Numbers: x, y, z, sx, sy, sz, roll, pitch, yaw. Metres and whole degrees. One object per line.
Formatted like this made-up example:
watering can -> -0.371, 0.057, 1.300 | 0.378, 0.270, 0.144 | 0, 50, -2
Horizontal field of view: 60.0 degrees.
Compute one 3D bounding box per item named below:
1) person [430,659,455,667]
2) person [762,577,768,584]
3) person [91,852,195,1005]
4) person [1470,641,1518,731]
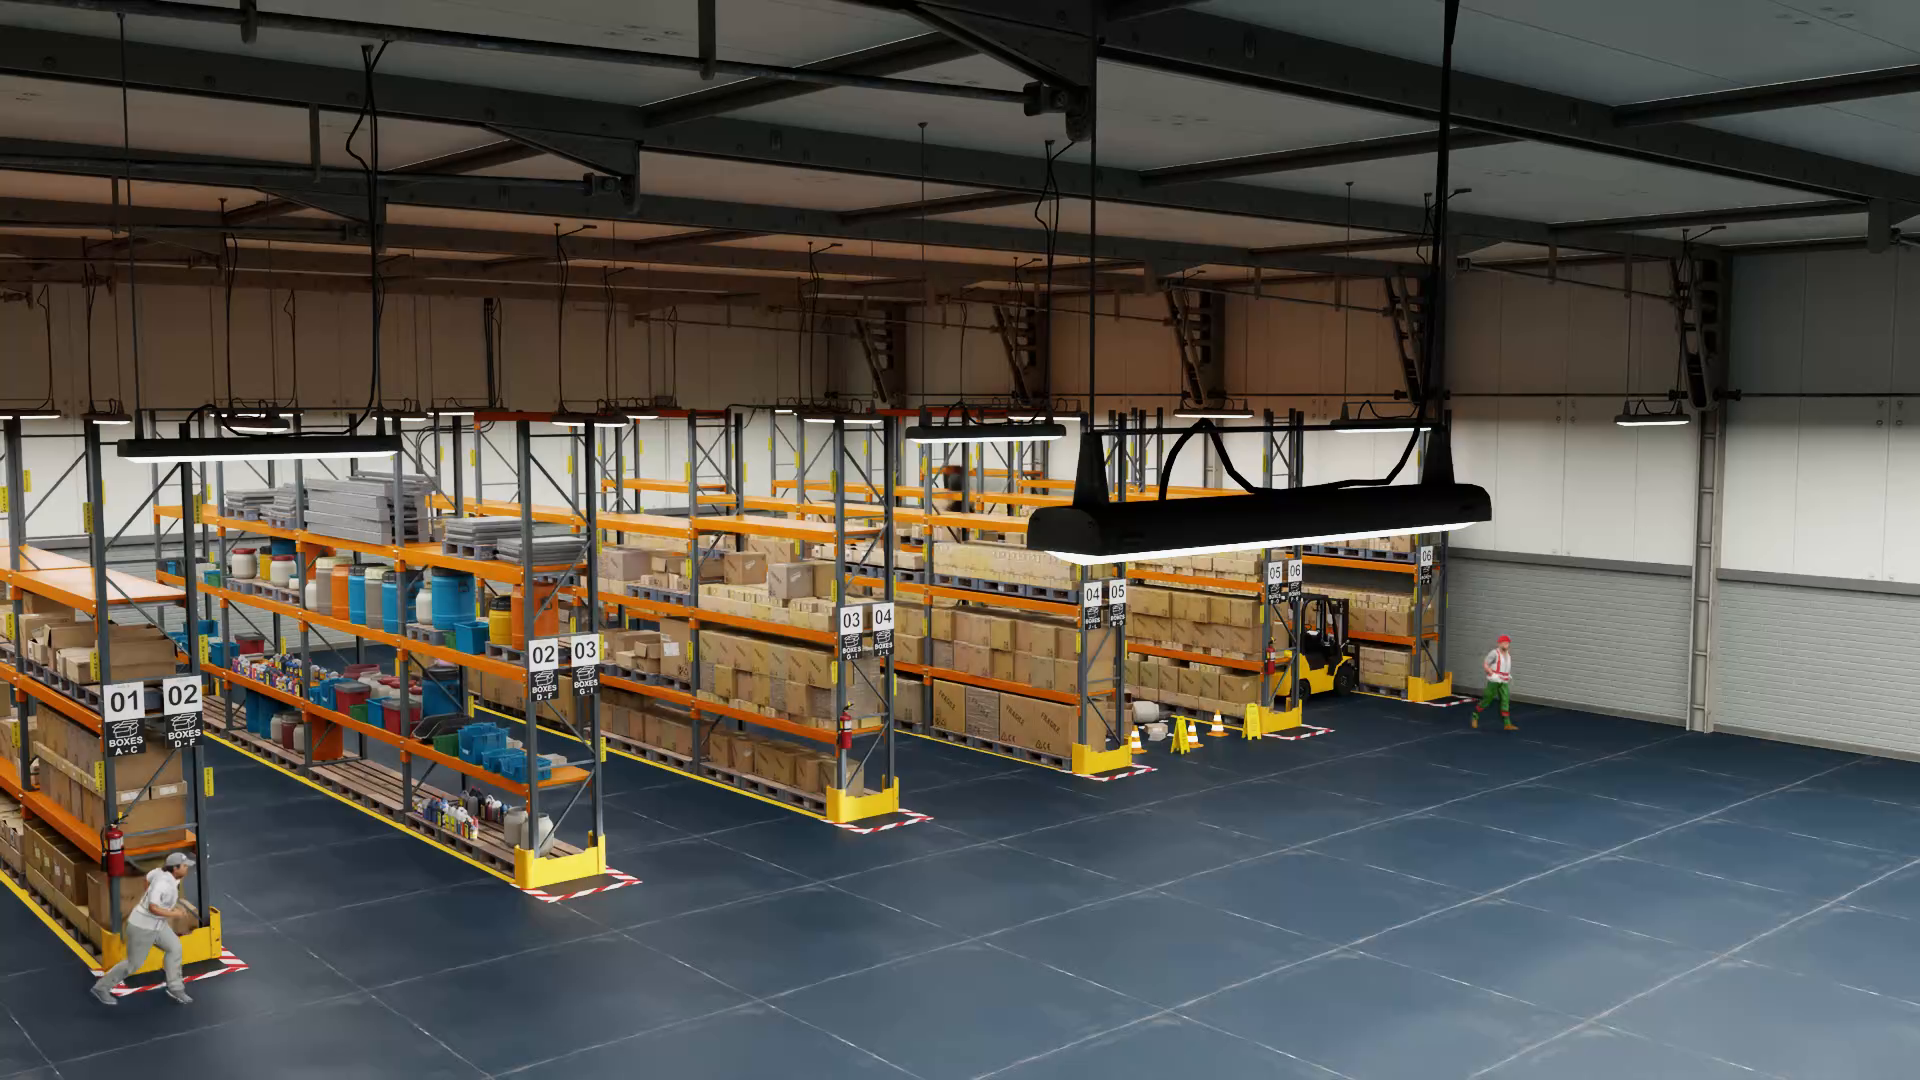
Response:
person -> -9.621, 2.784, 31.060 | 0.888, 1.591, 0.548 | 4, 7, 41
person -> -5.555, 1.337, 46.713 | 0.530, 1.755, 0.869 | 3, 6, 34
person -> -8.440, 4.059, 17.195 | 1.027, 1.628, 0.639 | -2, 5, -18
person -> 10.131, 2.691, 31.176 | 0.708, 1.720, 1.008 | -3, 6, -28
